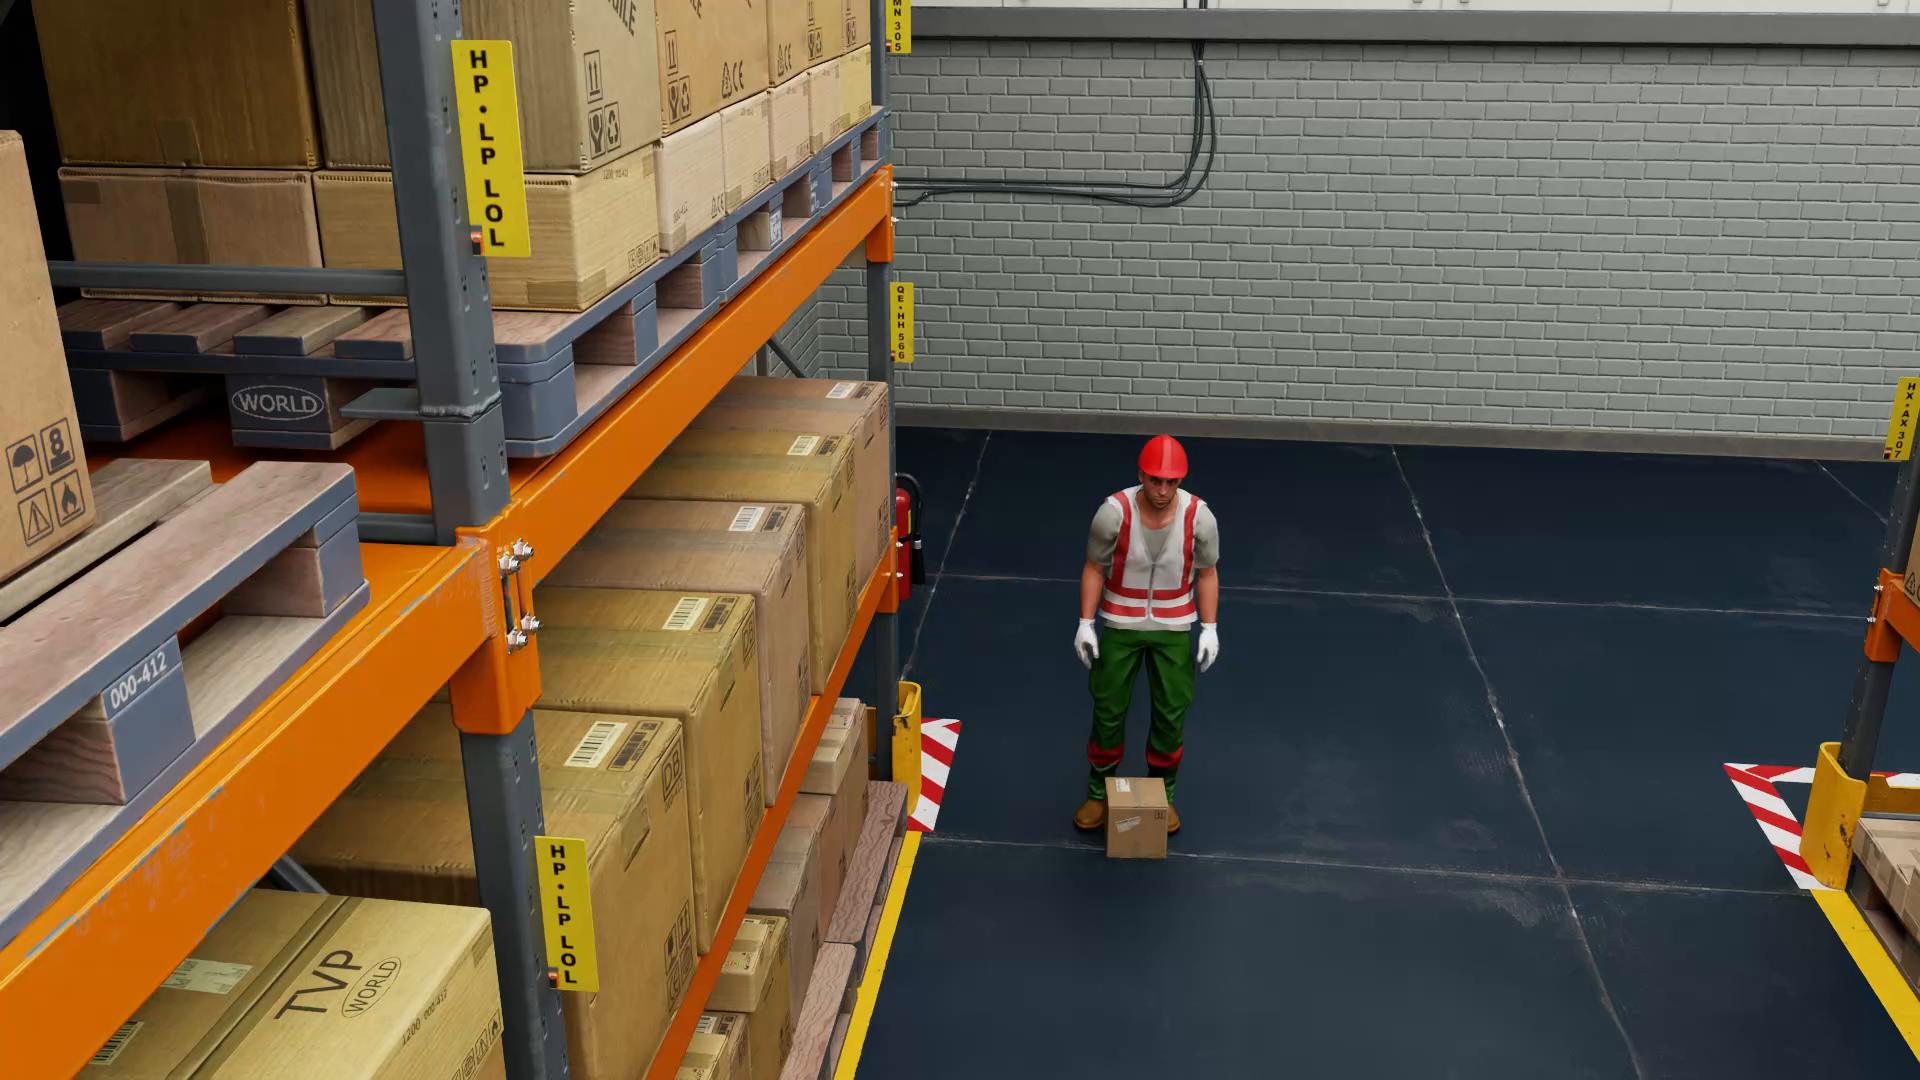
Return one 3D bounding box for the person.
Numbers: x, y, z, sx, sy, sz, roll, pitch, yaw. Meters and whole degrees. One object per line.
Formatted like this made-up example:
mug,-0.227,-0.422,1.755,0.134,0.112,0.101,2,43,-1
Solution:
person,0.793,0.393,7.036,0.615,1.778,0.453,1,21,3
